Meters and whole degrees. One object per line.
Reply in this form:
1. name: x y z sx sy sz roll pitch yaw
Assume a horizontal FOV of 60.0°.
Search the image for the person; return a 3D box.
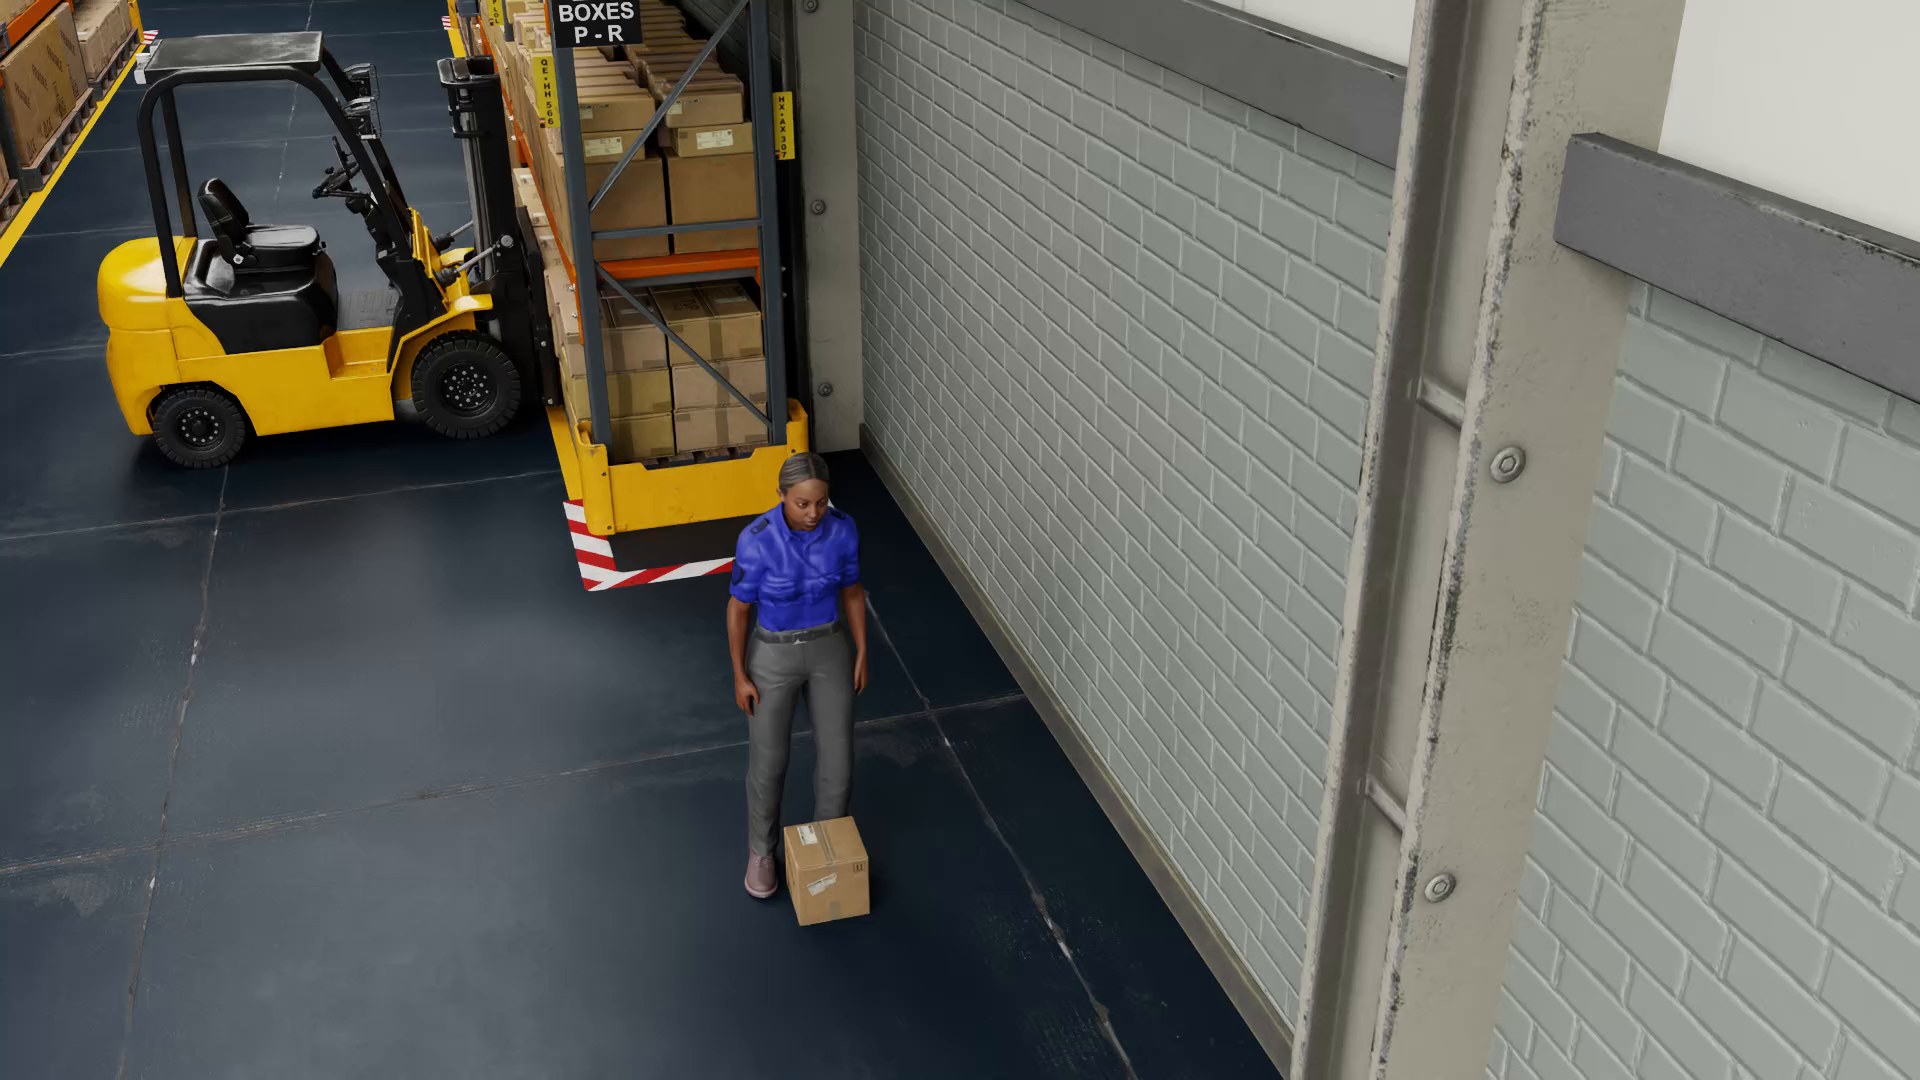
1. person: -0.546 0.450 5.720 0.517 1.653 0.402 -10 28 -18
